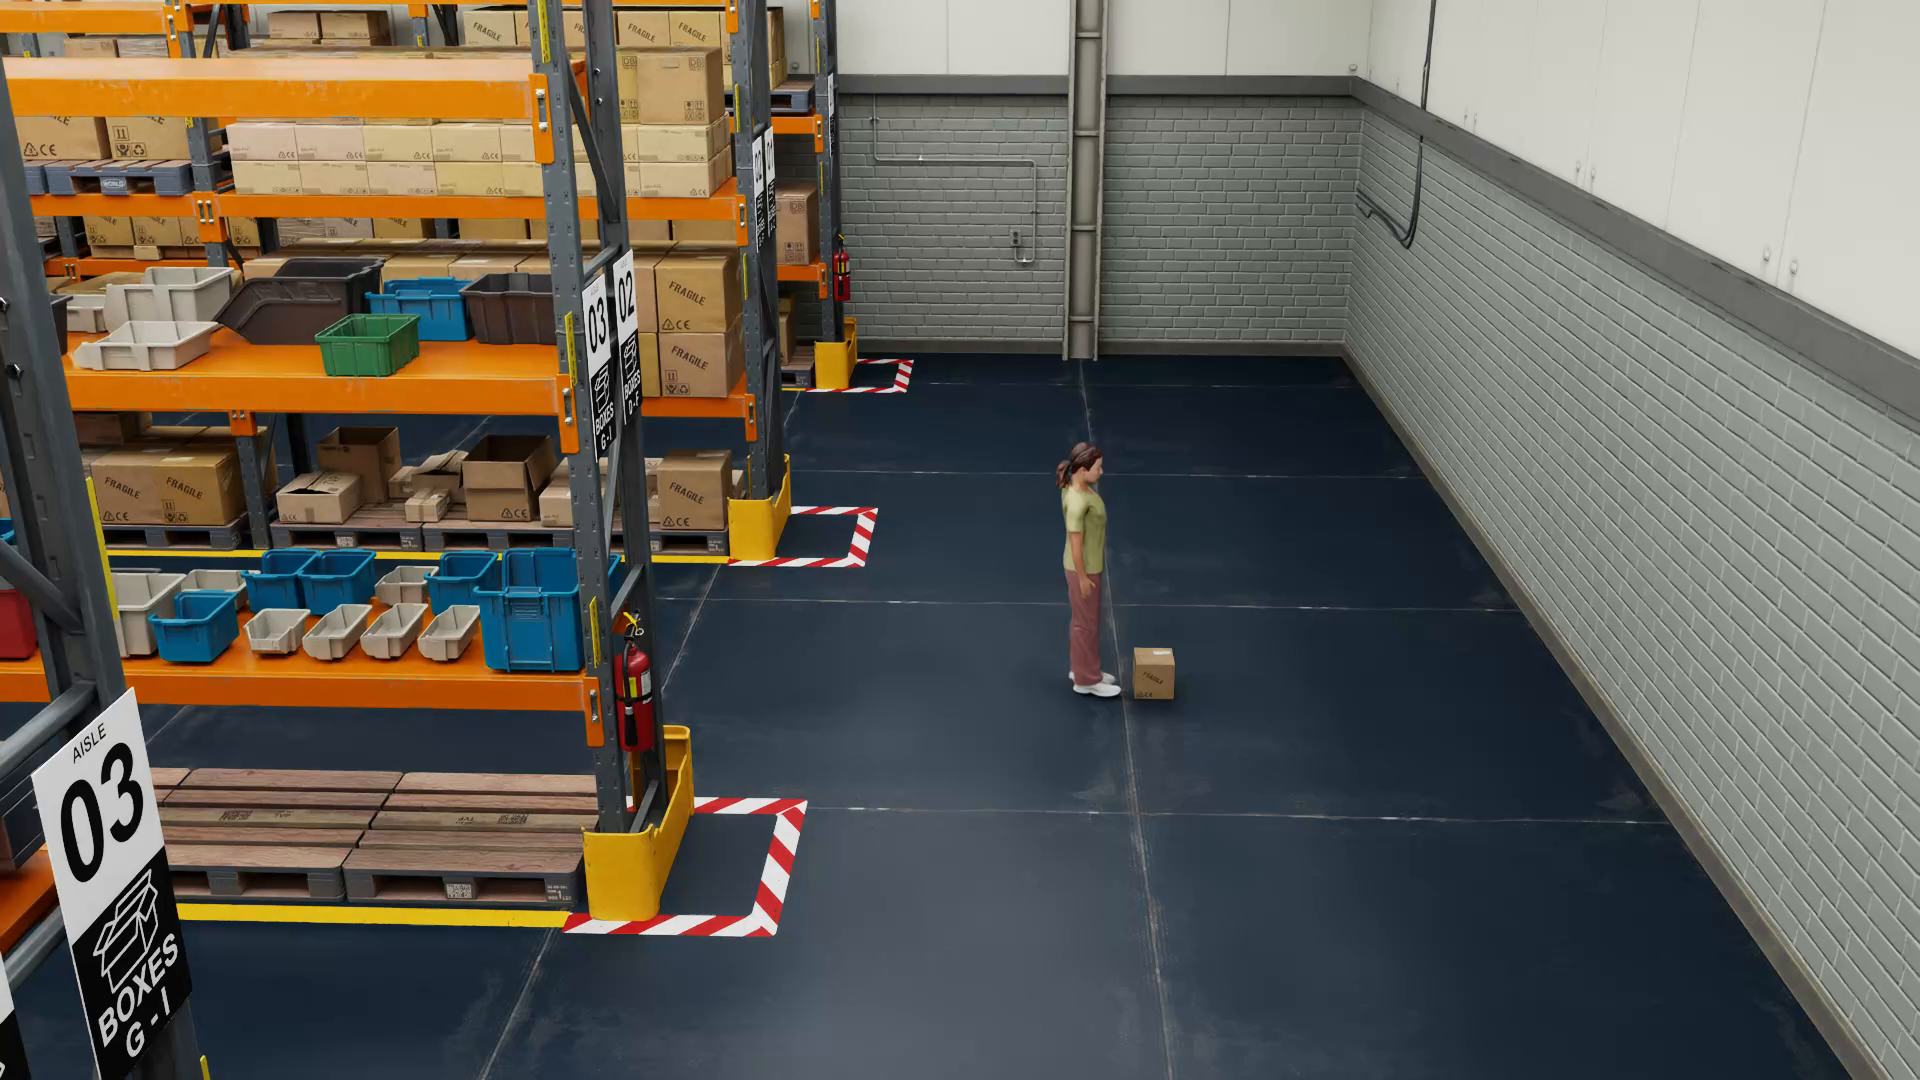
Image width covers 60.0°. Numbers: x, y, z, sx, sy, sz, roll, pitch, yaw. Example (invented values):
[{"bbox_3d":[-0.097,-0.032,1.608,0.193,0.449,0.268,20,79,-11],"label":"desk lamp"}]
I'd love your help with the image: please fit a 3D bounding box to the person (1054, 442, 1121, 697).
[{"bbox_3d":[0.814,0.195,10.557,0.460,1.704,0.455,1,21,2],"label":"person"}]
